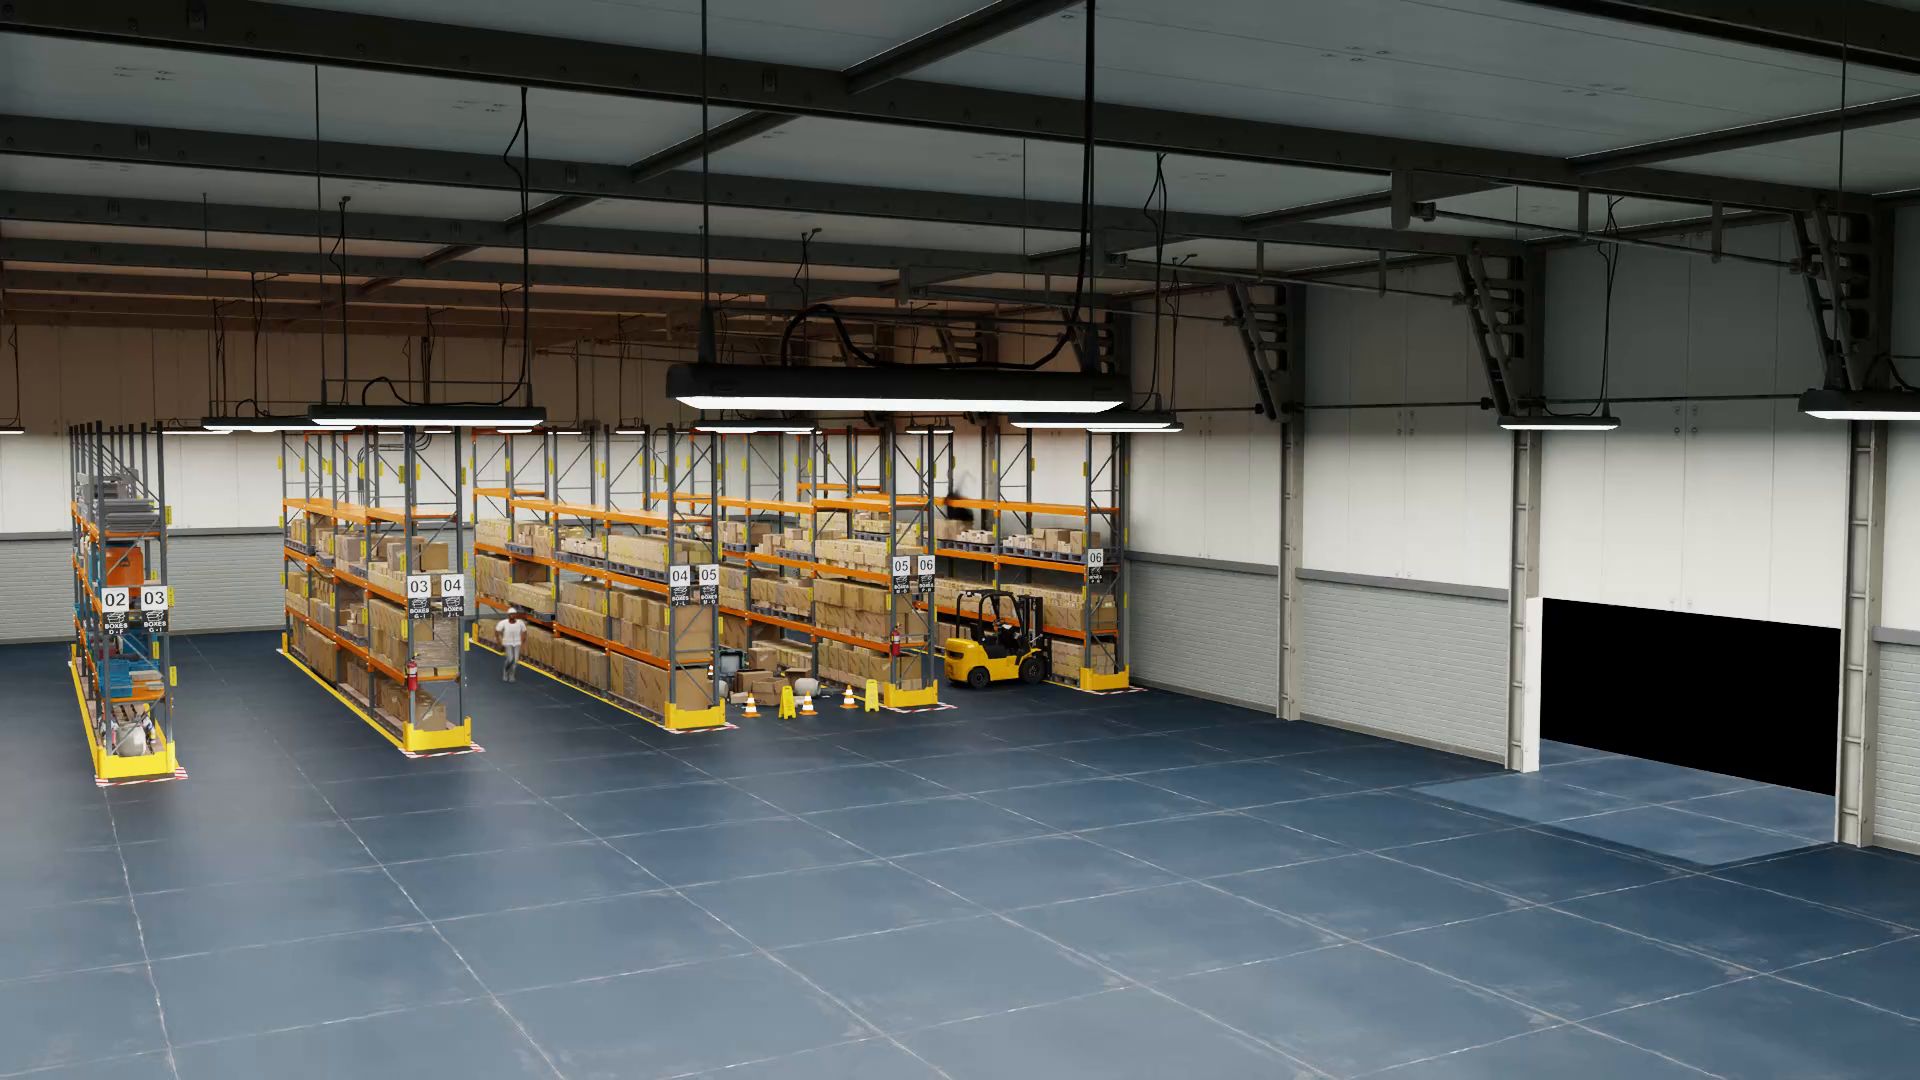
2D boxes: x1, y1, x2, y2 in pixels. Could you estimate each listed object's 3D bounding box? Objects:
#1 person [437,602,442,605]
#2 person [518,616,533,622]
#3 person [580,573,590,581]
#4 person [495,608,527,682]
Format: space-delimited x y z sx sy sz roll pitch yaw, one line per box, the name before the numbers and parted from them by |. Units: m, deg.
person | -13.687 2.197 44.206 0.595 1.628 0.659 -2 4 -28
person | -12.608 1.962 48.323 0.616 1.634 0.594 2 4 35
person | -11.162 1.789 49.591 0.763 1.829 0.699 -2 4 -31
person | -10.421 2.454 38.770 0.704 1.730 0.612 -2 4 -32
